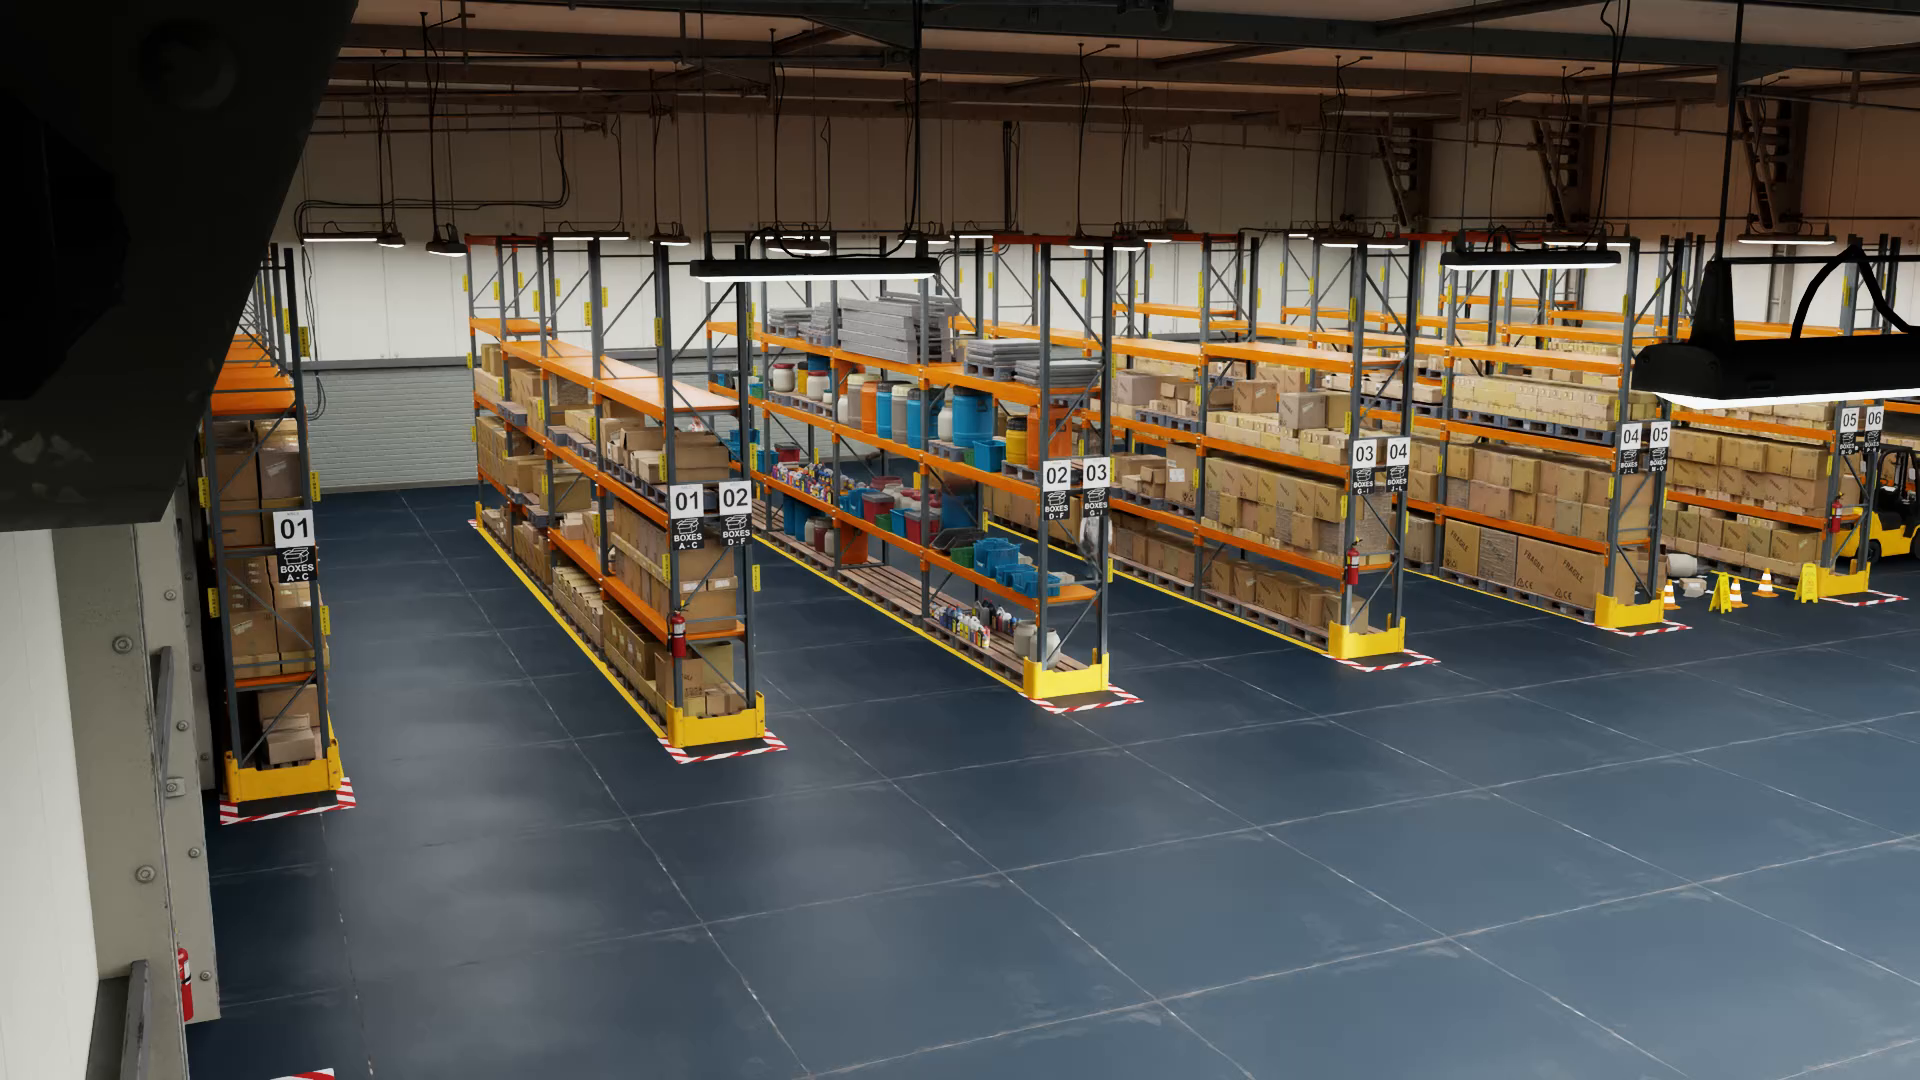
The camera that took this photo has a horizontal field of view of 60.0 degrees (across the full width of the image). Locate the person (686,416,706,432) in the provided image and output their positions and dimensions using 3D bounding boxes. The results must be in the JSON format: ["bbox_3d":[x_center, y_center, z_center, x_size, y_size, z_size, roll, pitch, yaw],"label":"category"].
[{"bbox_3d":[-6.266,-2.208,39.812,1.098,1.717,0.542,7,13,31],"label":"person"}]

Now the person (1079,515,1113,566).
[{"bbox_3d":[2.404,-0.199,29.032,0.493,1.408,1.048,-4,12,-21],"label":"person"}]

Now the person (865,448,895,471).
[{"bbox_3d":[-2.023,-2.605,42.085,0.854,1.694,0.529,3,11,13],"label":"person"}]
